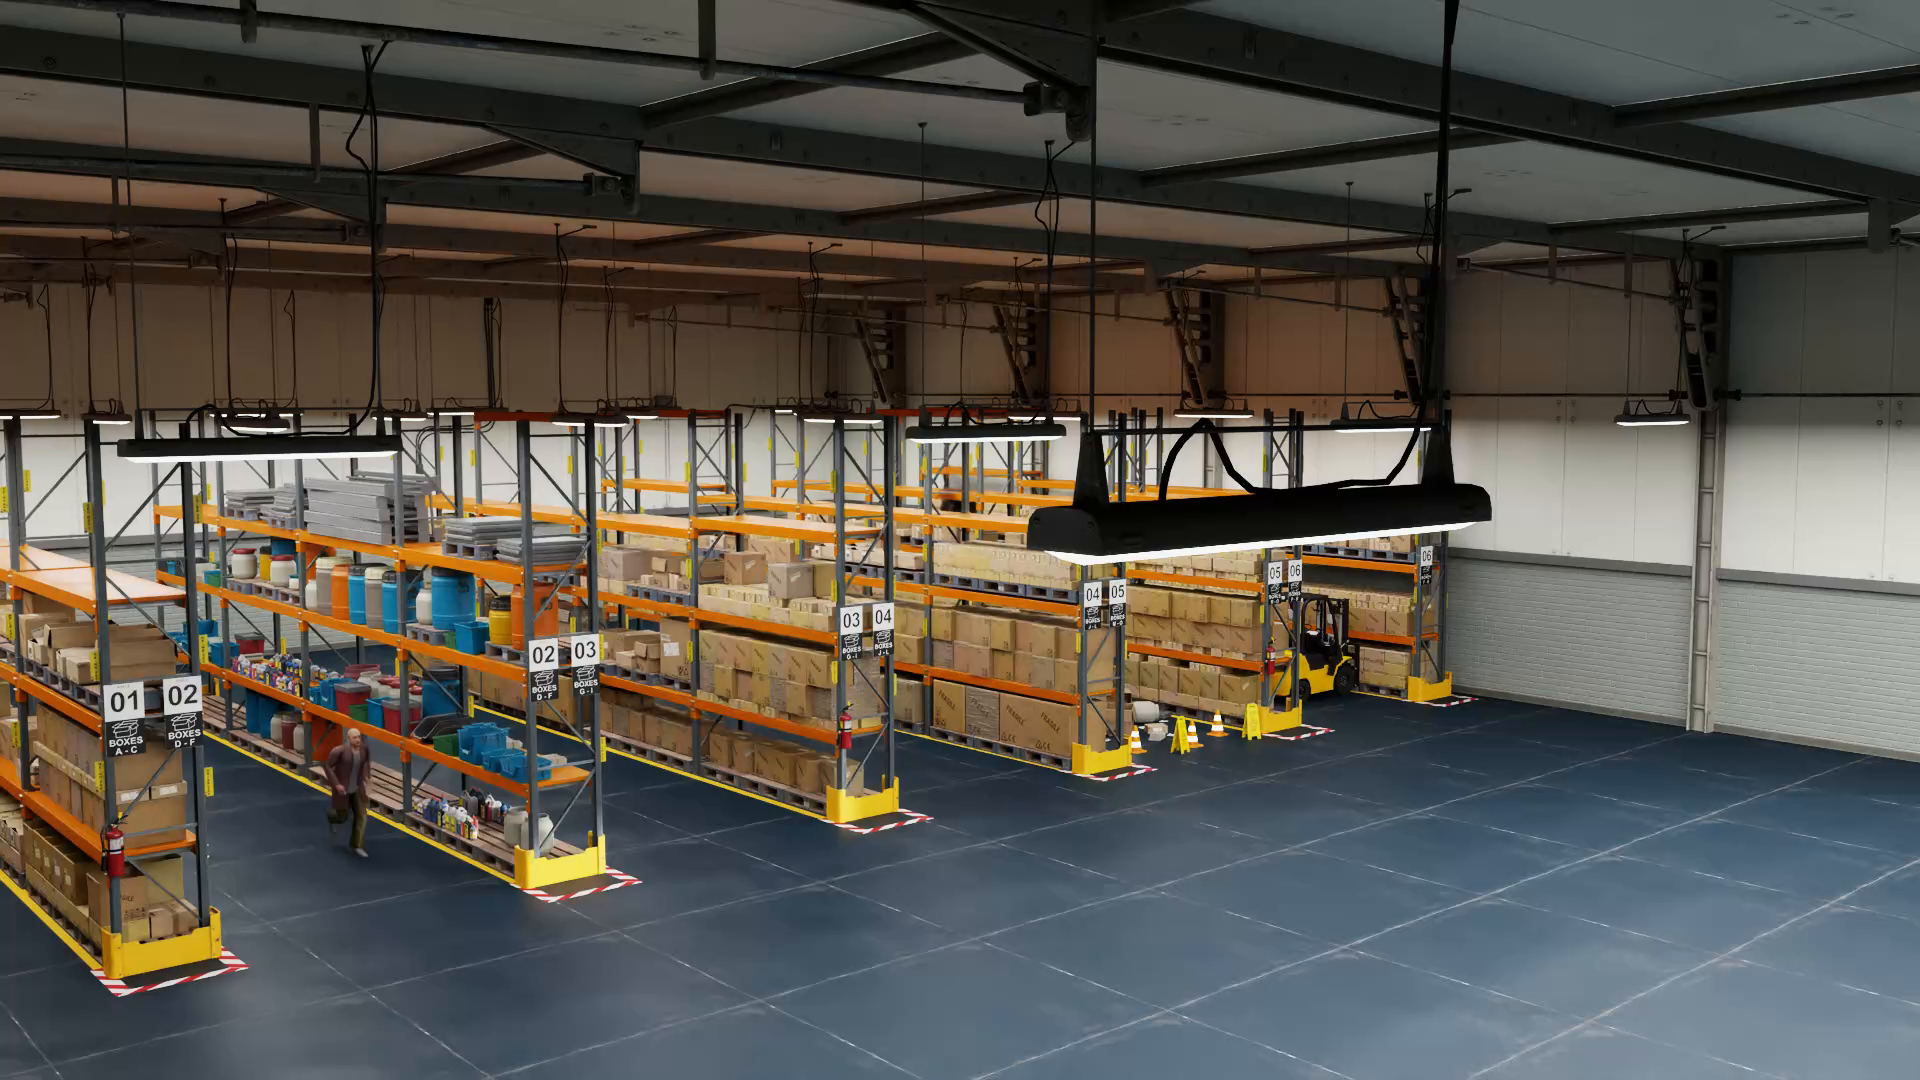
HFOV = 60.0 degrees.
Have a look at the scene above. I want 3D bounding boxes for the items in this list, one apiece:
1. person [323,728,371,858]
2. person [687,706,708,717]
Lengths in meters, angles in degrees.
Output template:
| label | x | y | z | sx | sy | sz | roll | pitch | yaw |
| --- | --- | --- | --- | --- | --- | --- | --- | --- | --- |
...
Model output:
| label | x | y | z | sx | sy | sz | roll | pitch | yaw |
| --- | --- | --- | --- | --- | --- | --- | --- | --- | --- |
| person | -8.477 | 3.461 | 23.015 | 1.032 | 1.769 | 0.714 | 5 | 7 | 44 |
| person | -5.008 | 2.708 | 31.783 | 0.636 | 1.724 | 0.826 | -4 | 7 | -40 |
